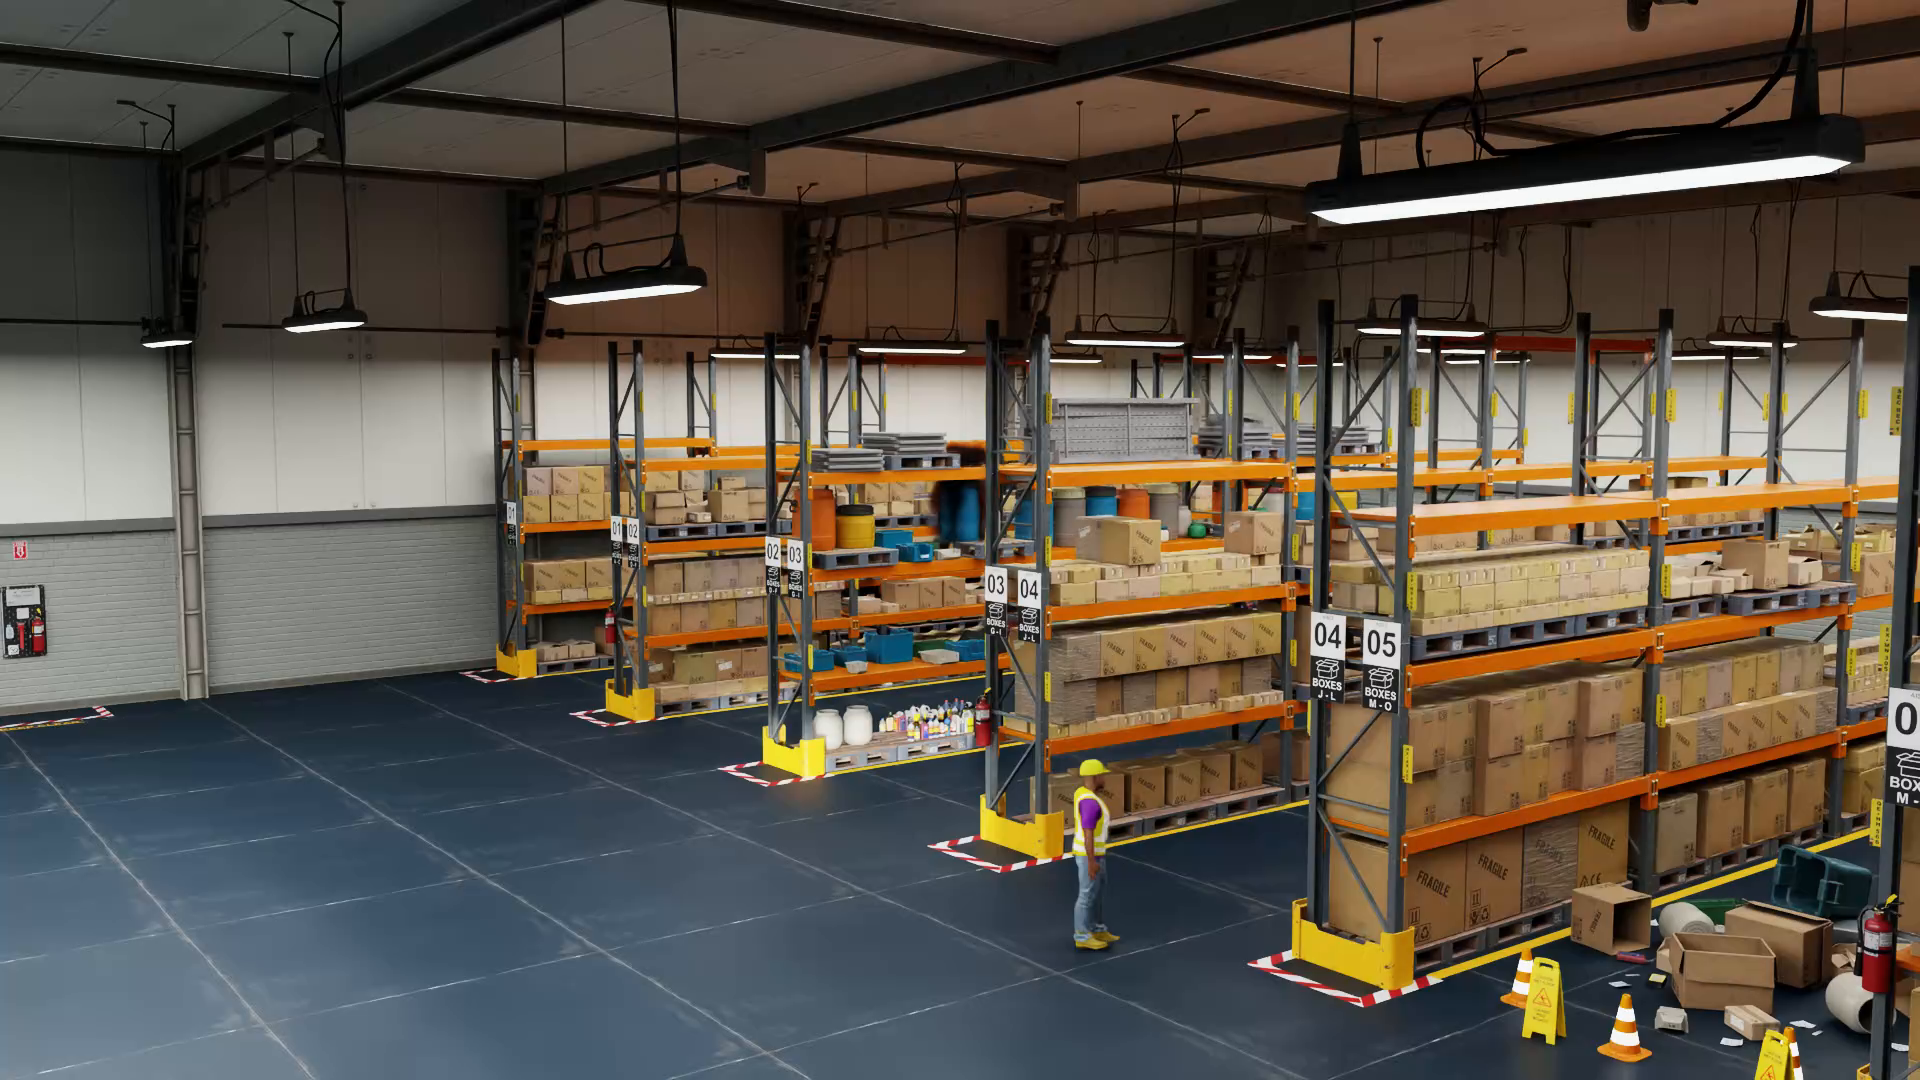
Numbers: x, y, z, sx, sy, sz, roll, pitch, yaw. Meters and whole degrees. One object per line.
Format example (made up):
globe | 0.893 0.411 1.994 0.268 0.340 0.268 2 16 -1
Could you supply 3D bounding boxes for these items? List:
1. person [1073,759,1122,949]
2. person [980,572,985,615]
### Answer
person | 1.283 2.939 15.500 0.464 1.793 0.621 1 5 6
person | 0.728 1.254 34.361 0.613 1.801 0.443 -3 6 -28
